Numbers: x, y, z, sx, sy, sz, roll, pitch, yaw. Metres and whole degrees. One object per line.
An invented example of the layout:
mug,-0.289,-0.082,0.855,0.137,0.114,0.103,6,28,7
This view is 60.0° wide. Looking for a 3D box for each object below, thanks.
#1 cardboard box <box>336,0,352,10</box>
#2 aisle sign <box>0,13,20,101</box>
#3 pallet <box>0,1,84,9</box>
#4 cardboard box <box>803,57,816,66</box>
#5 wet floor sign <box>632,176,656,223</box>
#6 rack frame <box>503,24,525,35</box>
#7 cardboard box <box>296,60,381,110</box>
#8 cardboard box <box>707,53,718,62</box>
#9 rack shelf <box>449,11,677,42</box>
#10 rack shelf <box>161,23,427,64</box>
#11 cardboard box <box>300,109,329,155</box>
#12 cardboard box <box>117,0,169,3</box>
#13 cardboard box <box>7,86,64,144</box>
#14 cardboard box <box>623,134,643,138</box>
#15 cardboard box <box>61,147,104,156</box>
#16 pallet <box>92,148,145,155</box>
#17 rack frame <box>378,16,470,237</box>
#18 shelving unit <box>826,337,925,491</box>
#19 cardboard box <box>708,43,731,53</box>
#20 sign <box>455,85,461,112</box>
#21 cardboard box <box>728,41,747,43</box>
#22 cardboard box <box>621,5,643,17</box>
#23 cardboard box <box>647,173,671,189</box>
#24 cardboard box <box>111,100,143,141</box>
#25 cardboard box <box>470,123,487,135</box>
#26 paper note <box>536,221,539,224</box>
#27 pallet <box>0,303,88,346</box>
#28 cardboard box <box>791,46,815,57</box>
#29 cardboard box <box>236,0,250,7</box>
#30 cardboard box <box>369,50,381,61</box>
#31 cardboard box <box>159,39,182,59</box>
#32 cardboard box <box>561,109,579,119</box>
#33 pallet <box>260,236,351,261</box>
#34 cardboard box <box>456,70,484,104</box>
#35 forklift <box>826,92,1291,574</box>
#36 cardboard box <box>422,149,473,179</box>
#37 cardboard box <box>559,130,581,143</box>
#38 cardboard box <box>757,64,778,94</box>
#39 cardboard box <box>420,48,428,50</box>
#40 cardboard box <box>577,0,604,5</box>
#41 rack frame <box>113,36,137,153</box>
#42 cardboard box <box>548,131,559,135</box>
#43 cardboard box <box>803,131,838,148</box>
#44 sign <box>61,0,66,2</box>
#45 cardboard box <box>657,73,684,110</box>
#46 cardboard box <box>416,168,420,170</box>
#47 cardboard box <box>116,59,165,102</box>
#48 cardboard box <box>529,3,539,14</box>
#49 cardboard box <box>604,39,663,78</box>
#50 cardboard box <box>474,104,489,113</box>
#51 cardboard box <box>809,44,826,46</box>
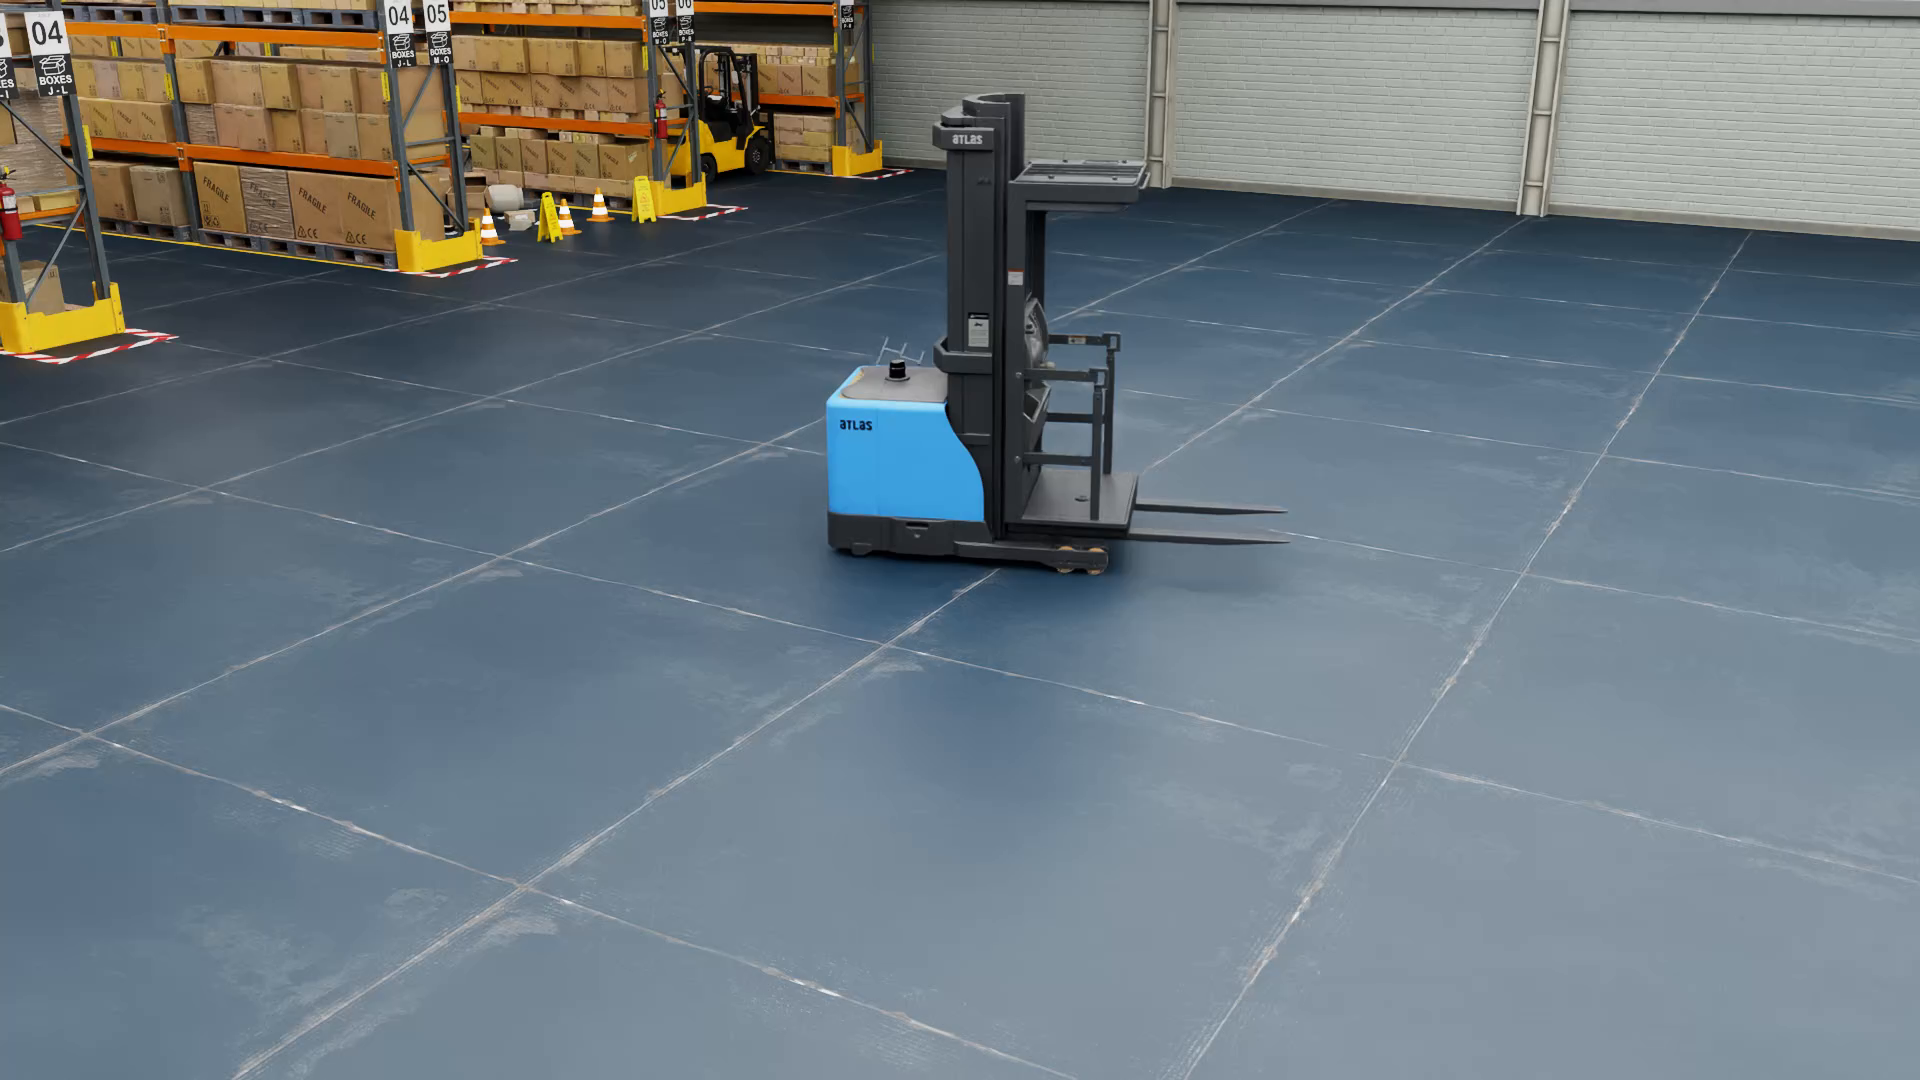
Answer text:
cardboard box,-7.229,-6.427,19.892,0.250,0.149,0.380,11,23,28
aisle sign,-9.153,-4.557,15.717,0.004,0.787,0.394,11,23,27
pallet,-12.950,-7.455,23.396,1.003,0.211,1.213,12,23,30
cardboard box,-2.487,-8.223,28.537,0.250,0.149,0.380,11,23,28
wet floor sign,-4.584,-4.928,24.004,0.267,0.644,0.232,-16,26,-38
rack frame,-8.795,-9.194,32.311,0.127,3.000,1.000,11,23,27
cardboard box,-7.807,-5.743,20.996,0.550,0.550,0.875,11,23,27
cardboard box,-4.277,-8.564,29.478,0.250,0.149,0.380,11,22,27
rack shelf,-5.974,-7.789,25.096,4.000,0.370,1.077,11,23,27
rack shelf,-8.300,-6.299,20.987,4.000,0.370,1.077,11,23,27
cardboard box,-7.818,-5.229,21.161,0.550,0.550,0.875,11,23,27
cardboard box,-10.741,-7.214,21.911,0.500,0.250,0.500,11,23,28
cardboard box,-9.408,-4.264,16.672,0.500,0.500,0.500,11,23,27
cardboard box,-5.764,-7.693,31.040,0.625,0.625,0.875,12,23,30
cardboard box,-13.050,-5.237,24.086,0.750,0.750,1.050,10,22,27
pallet,-15.330,-7.219,30.958,1.213,0.211,1.003,11,23,27
rack frame,-6.554,-4.894,20.459,0.127,3.000,1.000,11,23,27
shelving unit,-0.614,-0.864,12.065,0.189,1.200,0.258,21,1,-44
cardboard box,-4.255,-8.714,29.455,0.250,0.149,0.380,10,22,26
sign,-6.278,-5.503,20.751,0.005,0.325,0.100,11,23,27
cardboard box,-3.974,-8.891,29.942,0.250,0.149,0.380,10,22,26
cardboard box,-4.676,-7.653,24.033,0.250,0.149,0.380,11,23,28
cardboard box,-4.797,-5.506,25.562,0.500,0.250,0.500,11,22,27
cardboard box,-11.073,-5.698,22.527,0.500,0.500,0.500,11,22,27
cardboard box,-9.269,-8.222,32.683,0.500,0.500,0.500,12,23,29
paper note,-6.024,-4.554,23.874,0.142,0.019,0.148,3,20,9
pallet,-9.819,-2.282,17.347,1.213,0.211,1.003,11,23,27
cardboard box,-2.698,-8.419,28.642,0.250,0.149,0.380,11,23,28
cardboard box,-8.781,-6.723,20.708,0.250,0.149,0.380,11,23,27
cardboard box,-9.116,-7.613,26.754,0.500,0.500,0.500,12,23,29
cardboard box,-13.566,-8.578,29.002,0.500,0.500,0.500,10,22,26
cardboard box,-5.810,-6.457,25.136,0.250,0.149,0.380,11,22,27
pallet,-8.351,-3.896,21.797,1.213,0.211,1.003,11,23,27
cardboard box,-7.472,-7.081,25.904,0.500,0.500,0.500,11,23,27
forklift,0.682,-1.352,10.795,3.031,2.935,1.130,3,20,9
cardboard box,-8.179,-6.099,27.017,0.625,0.372,0.950,11,23,28
cardboard box,-5.855,-6.131,25.233,0.250,0.149,0.380,12,23,30
cardboard box,-3.264,-8.088,29.117,0.500,0.500,0.500,10,22,26
cardboard box,-8.852,-7.767,27.180,0.500,0.500,0.500,11,22,27
cardboard box,-5.238,-7.957,24.288,0.500,0.250,0.500,10,22,27
rack frame,-14.704,-8.380,30.069,0.127,3.000,1.000,11,23,27
cardboard box,-6.628,-6.205,26.388,0.500,0.500,0.500,11,23,28
cardboard box,-2.388,-6.991,28.922,0.500,0.250,0.500,10,22,27
sign,-8.797,-5.417,16.220,0.005,0.325,0.100,11,23,27
cardboard box,-4.506,-6.733,24.945,0.500,0.500,0.500,10,22,26
cardboard box,-8.562,-5.696,25.224,0.500,0.500,0.500,11,23,27
cardboard box,-10.932,-6.242,22.562,0.500,0.500,0.700,10,22,26
cardboard box,-6.220,-7.960,24.880,0.250,0.149,0.380,11,23,28
cardboard box,-4.780,-7.062,24.385,0.500,0.500,0.700,10,22,26
cardboard box,-7.356,-6.758,25.964,0.250,0.149,0.380,12,23,29
cardboard box,-2.449,-8.568,29.051,0.250,0.149,0.380,11,23,28
